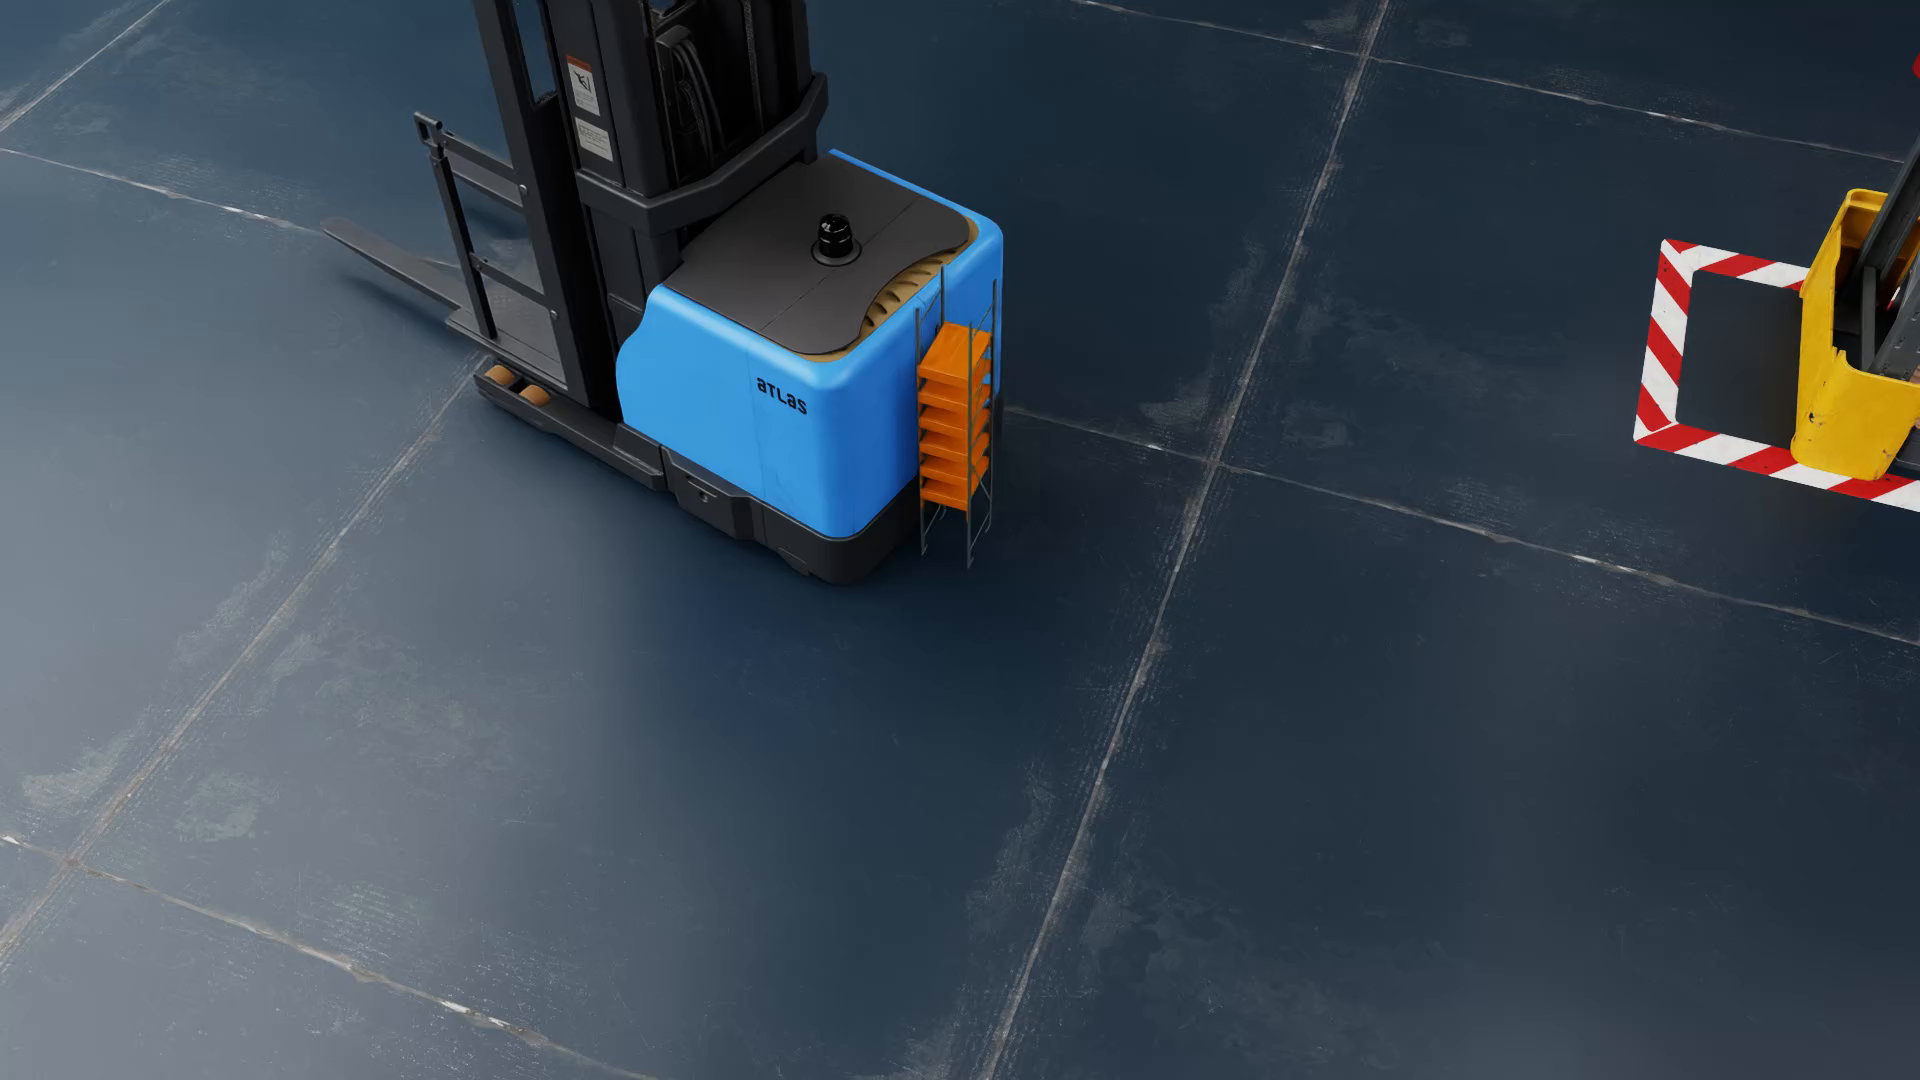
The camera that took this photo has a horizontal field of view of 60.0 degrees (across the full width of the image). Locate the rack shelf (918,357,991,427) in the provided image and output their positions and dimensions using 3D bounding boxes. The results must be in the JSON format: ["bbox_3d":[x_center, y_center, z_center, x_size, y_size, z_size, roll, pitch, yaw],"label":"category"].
[{"bbox_3d":[-0.012,-0.524,5.651,0.180,0.103,0.258,16,51,14],"label":"rack shelf"}]

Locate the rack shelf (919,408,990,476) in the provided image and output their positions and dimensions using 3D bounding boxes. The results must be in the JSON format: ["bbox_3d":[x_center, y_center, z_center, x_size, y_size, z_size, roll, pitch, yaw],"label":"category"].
[{"bbox_3d":[-0.012,-0.367,5.833,0.180,0.103,0.258,16,51,14],"label":"rack shelf"}]

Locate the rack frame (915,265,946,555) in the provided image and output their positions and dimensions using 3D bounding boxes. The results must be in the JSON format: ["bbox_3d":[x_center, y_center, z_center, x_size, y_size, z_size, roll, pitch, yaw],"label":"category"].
[{"bbox_3d":[-0.098,-0.421,5.821,0.006,1.200,0.240,16,51,14],"label":"rack frame"}]

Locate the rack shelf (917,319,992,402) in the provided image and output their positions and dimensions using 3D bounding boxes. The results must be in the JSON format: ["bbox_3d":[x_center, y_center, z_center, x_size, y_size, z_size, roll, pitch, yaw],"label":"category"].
[{"bbox_3d":[-0.012,-0.603,5.561,0.180,0.103,0.258,16,51,14],"label":"rack shelf"}]

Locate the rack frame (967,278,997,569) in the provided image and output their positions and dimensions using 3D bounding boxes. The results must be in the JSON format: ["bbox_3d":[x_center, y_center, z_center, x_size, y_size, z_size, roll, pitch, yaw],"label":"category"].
[{"bbox_3d":[0.073,-0.371,5.777,0.006,1.200,0.240,16,51,14],"label":"rack frame"}]

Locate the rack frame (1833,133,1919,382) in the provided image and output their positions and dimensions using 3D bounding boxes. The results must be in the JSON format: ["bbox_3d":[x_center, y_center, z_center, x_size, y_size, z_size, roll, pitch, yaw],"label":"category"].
[{"bbox_3d":[3.638,-1.649,5.694,0.127,3.000,1.000,16,51,13],"label":"rack frame"}]

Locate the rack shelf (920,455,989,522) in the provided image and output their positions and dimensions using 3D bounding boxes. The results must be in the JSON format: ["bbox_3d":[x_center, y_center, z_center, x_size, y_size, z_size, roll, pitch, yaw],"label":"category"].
[{"bbox_3d":[-0.012,-0.210,6.014,0.180,0.103,0.258,16,51,14],"label":"rack shelf"}]

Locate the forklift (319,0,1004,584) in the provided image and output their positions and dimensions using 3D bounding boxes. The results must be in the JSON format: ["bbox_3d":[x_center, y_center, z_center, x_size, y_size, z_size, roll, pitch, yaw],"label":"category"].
[{"bbox_3d":[-1.326,-1.709,5.792,3.031,2.935,1.130,28,55,22],"label":"forklift"}]

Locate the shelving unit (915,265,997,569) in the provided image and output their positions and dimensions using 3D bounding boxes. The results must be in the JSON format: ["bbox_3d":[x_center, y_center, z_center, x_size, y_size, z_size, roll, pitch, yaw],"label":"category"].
[{"bbox_3d":[-0.012,-0.396,5.799,0.189,1.200,0.258,16,51,14],"label":"shelving unit"}]

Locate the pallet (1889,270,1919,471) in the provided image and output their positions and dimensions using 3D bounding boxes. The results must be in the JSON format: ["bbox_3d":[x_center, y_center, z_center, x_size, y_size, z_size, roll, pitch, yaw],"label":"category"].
[{"bbox_3d":[4.370,-0.565,6.600,1.213,0.211,1.003,16,51,13],"label":"pallet"}]

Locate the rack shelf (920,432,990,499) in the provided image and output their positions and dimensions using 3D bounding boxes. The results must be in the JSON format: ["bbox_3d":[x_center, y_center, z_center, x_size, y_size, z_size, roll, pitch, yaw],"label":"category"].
[{"bbox_3d":[-0.012,-0.288,5.923,0.180,0.103,0.258,16,51,14],"label":"rack shelf"}]

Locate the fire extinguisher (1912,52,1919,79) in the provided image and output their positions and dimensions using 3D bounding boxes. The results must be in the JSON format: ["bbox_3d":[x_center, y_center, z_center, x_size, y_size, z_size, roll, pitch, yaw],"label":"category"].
[{"bbox_3d":[3.688,-1.983,6.035,0.183,0.674,0.296,16,51,13],"label":"fire extinguisher"}]

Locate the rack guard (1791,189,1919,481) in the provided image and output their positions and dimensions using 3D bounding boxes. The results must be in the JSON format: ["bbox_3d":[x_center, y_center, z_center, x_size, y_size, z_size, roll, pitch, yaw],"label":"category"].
[{"bbox_3d":[3.616,-0.836,6.644,0.348,0.500,1.175,16,51,13],"label":"rack guard"}]

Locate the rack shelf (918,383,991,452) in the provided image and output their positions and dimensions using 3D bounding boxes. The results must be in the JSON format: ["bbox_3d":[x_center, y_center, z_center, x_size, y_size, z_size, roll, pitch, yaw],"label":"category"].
[{"bbox_3d":[-0.012,-0.446,5.742,0.180,0.103,0.258,16,51,14],"label":"rack shelf"}]
